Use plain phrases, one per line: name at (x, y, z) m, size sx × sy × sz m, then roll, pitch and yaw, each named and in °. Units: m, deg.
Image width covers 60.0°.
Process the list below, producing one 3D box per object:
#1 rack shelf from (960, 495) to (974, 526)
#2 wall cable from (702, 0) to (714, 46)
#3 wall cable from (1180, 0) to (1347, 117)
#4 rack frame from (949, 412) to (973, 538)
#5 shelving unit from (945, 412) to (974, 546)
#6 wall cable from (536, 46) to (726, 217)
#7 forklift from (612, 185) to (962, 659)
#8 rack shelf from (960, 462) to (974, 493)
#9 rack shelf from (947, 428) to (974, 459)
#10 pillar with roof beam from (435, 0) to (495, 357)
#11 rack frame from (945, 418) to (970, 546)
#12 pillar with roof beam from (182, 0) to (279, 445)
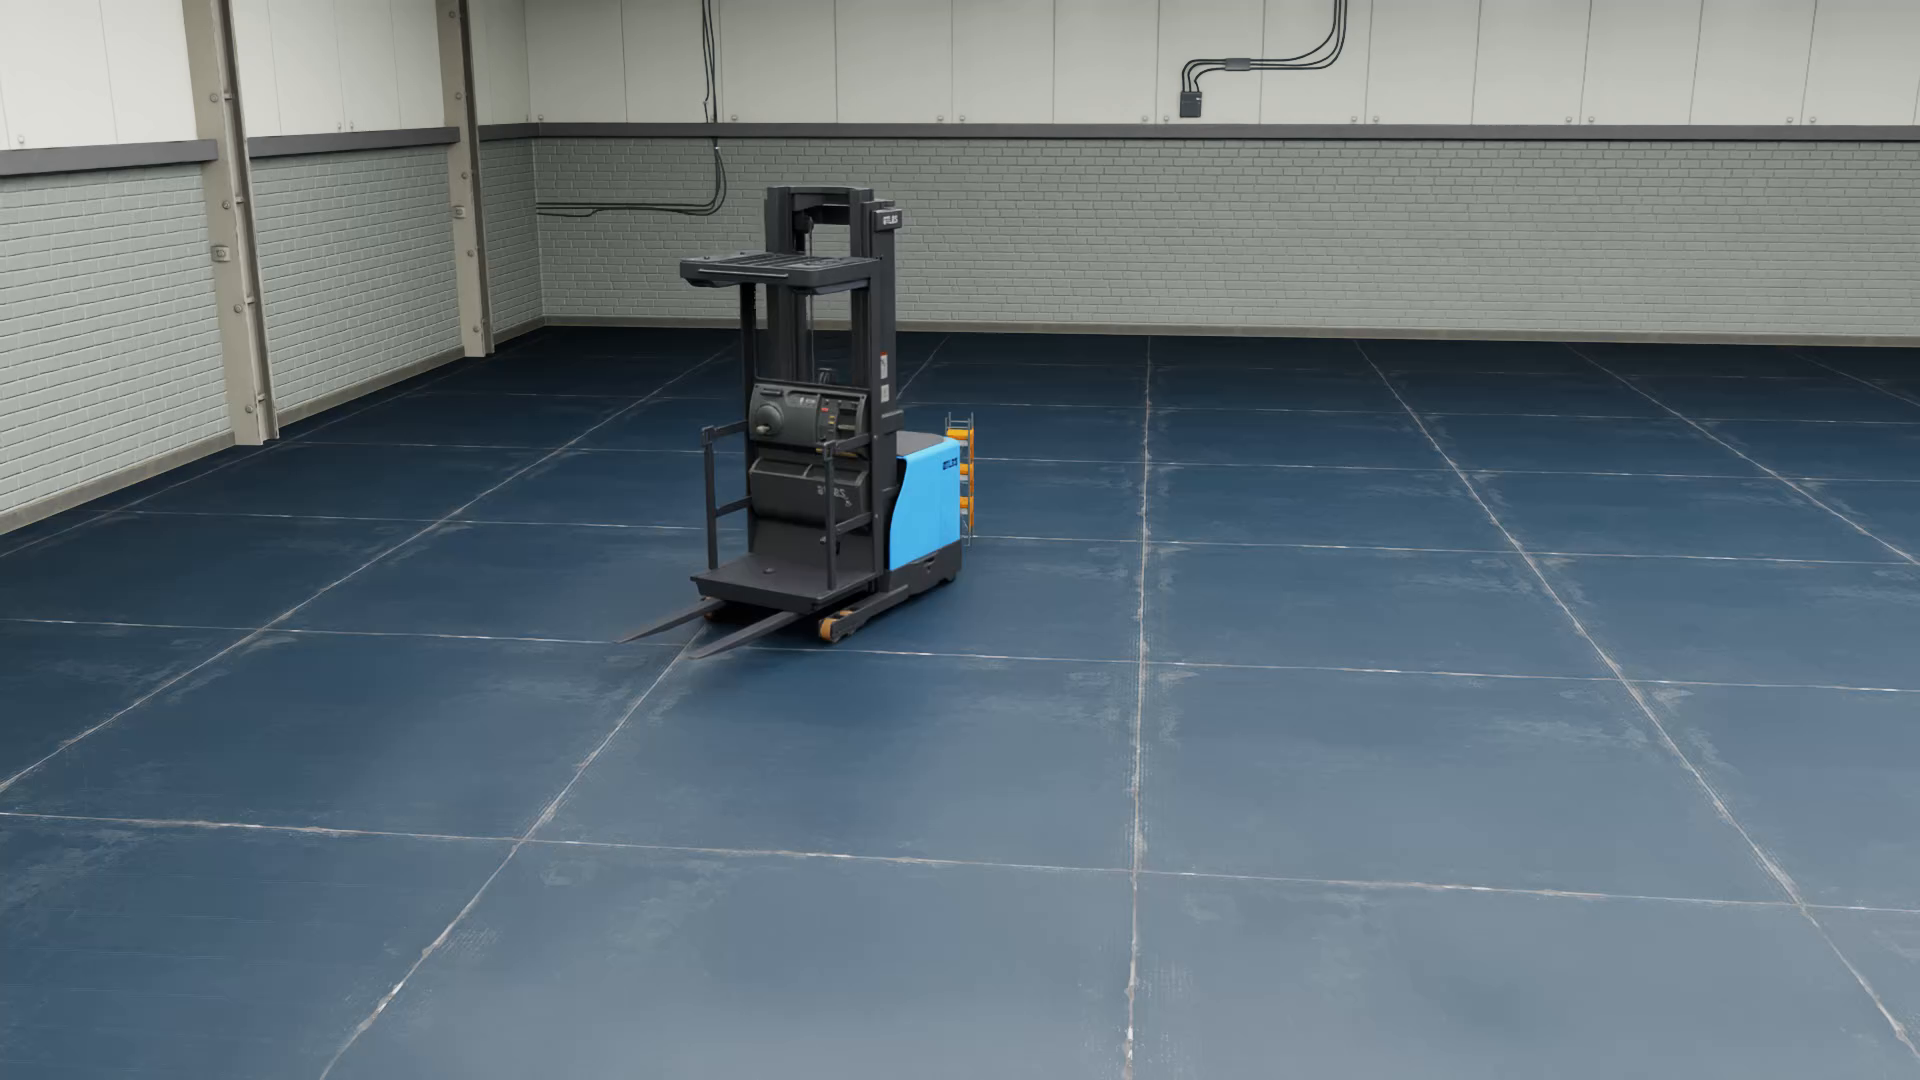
rack shelf at (-0.006, -0.214, 13.549) m, size 0.215 × 0.259 × 0.240 m, roll 2°, pitch 15°, yaw 6°
wall cable at (-2.400, -8.526, 24.227) m, size 3.097 × 2.526 × 0.112 m, roll 2°, pitch 15°, yaw 6°
wall cable at (4.343, -9.025, 23.282) m, size 2.305 × 6.003 × 0.169 m, roll 2°, pitch 15°, yaw 6°
rack frame at (0.008, -0.525, 13.591) m, size 0.200 × 1.050 × 0.008 m, roll 2°, pitch 15°, yaw 6°
shelving unit at (-0.006, -0.493, 13.474) m, size 0.215 × 1.050 × 0.252 m, roll 2°, pitch 15°, yaw 6°
wall cable at (-5.088, -6.168, 25.181) m, size 3.097 × 2.526 × 0.112 m, roll 2°, pitch 15°, yaw 6°
forklift at (-1.153, -0.864, 11.241) m, size 1.130 × 2.935 × 3.031 m, roll 8°, pitch 17°, yaw 29°
rack shelf at (-0.006, -0.483, 13.476) m, size 0.215 × 0.259 × 0.240 m, roll 2°, pitch 15°, yaw 6°
rack shelf at (-0.006, -0.757, 13.402) m, size 0.215 × 0.259 × 0.240 m, roll 2°, pitch 15°, yaw 6°
pillar with roof beam at (-2.457, -6.815, 21.625) m, size 9.100 × 9.000 × 0.400 m, roll 2°, pitch 15°, yaw 6°
rack frame at (-0.020, -0.461, 13.357) m, size 0.200 × 1.050 × 0.008 m, roll 2°, pitch 15°, yaw 6°
pillar with roof beam at (-3.134, -5.259, 15.870) m, size 9.100 × 9.000 × 0.400 m, roll 2°, pitch 15°, yaw 6°
